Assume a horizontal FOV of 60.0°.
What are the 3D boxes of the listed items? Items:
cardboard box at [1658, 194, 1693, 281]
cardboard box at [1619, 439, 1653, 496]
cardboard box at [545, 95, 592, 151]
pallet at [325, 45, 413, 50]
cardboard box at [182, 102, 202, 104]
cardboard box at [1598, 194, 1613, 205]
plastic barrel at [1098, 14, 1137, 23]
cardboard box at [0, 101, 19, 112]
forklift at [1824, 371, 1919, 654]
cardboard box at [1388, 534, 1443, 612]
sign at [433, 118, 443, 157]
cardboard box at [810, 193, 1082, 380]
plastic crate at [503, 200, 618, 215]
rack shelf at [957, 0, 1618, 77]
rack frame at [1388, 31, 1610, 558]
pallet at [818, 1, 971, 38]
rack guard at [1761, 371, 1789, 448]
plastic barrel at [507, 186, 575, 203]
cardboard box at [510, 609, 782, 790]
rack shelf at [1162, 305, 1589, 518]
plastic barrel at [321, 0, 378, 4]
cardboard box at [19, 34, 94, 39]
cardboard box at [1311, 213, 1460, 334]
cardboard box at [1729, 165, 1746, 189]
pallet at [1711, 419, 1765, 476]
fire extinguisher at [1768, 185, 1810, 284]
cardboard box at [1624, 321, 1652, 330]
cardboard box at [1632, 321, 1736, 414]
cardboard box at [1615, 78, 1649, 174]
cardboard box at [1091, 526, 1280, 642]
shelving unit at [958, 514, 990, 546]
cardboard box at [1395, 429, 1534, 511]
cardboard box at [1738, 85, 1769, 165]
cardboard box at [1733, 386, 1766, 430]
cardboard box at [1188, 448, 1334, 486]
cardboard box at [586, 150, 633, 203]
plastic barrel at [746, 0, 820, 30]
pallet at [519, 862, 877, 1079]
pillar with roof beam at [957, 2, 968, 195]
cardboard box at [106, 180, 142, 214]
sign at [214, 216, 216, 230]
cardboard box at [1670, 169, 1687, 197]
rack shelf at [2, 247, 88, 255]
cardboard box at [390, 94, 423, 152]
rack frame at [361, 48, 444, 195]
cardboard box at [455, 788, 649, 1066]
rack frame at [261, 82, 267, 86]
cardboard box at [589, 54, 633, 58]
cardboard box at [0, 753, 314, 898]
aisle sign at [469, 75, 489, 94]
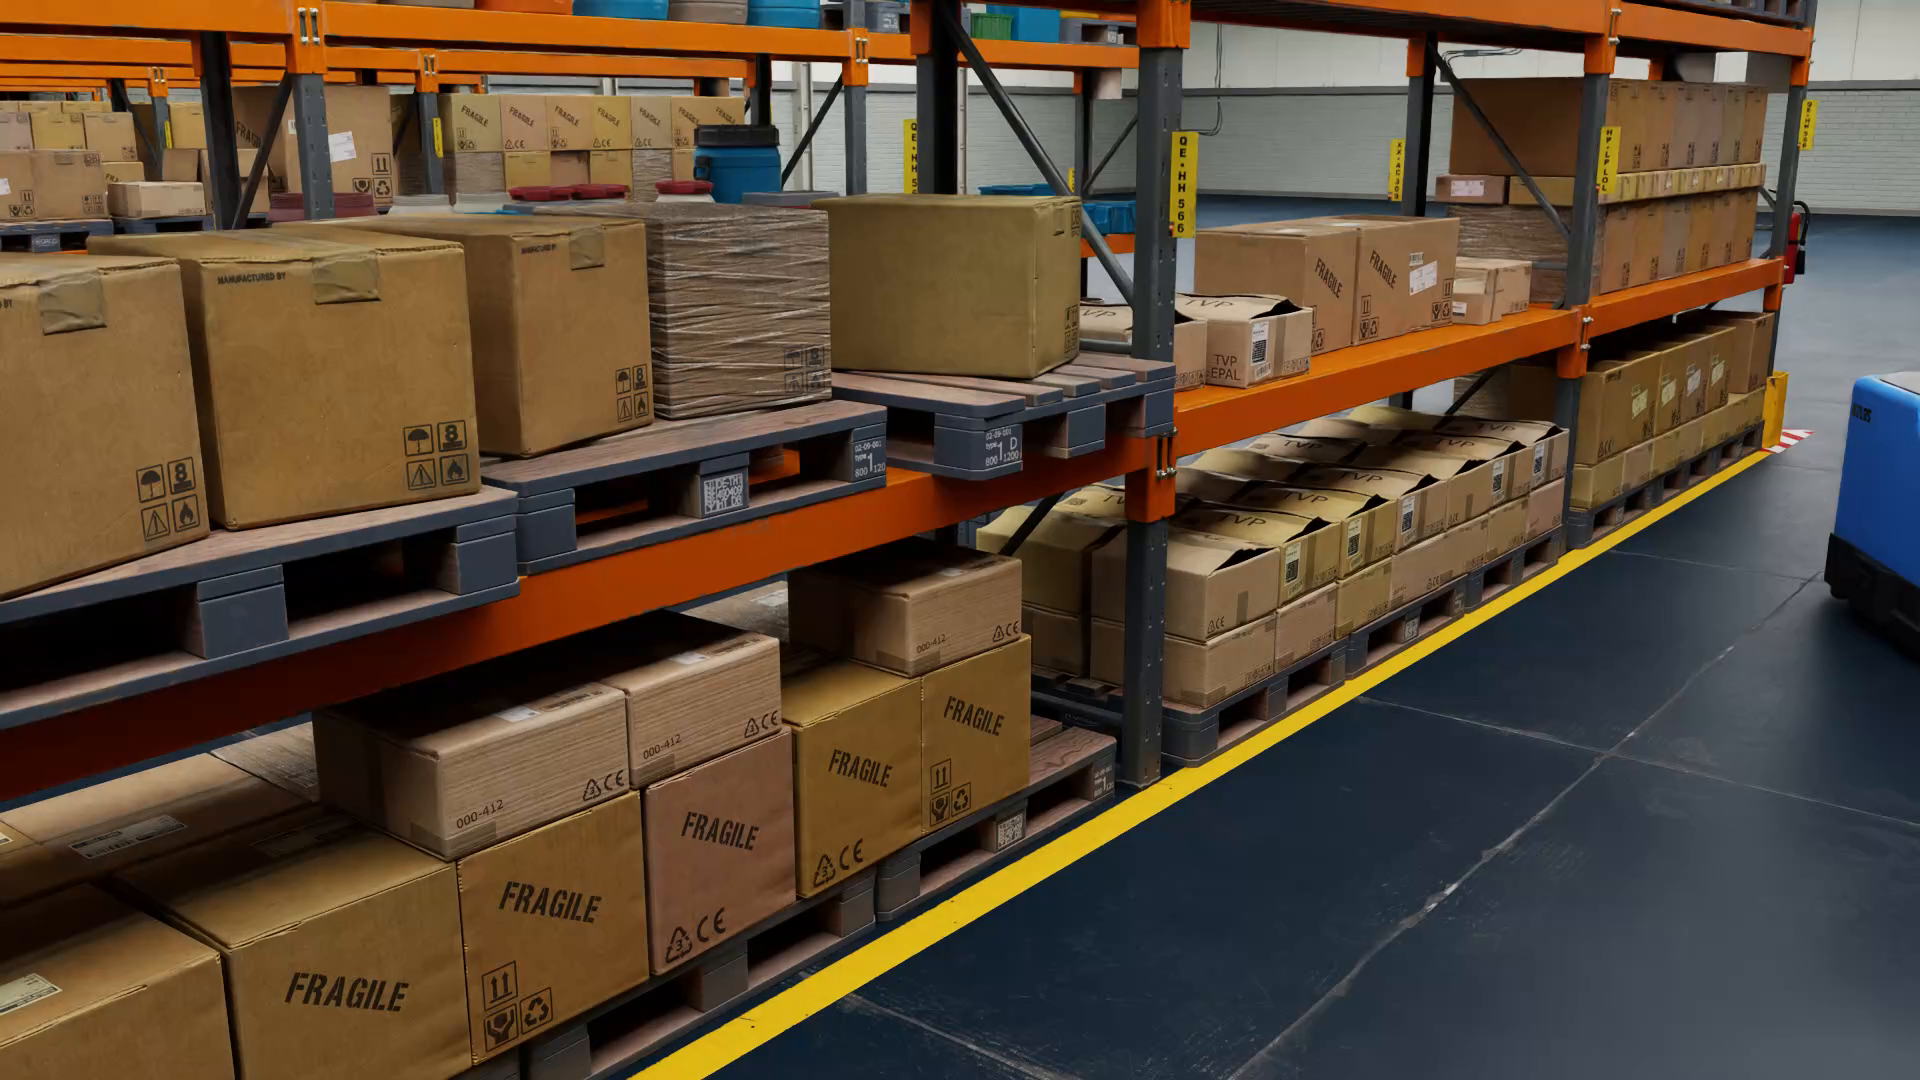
[{"bbox_3d":[4.028,-1.874,10.206,0.700,0.500,0.500,12,19,39],"label":"cardboard box"},{"bbox_3d":[3.633,-0.452,9.541,0.500,0.250,0.500,11,18,38],"label":"cardboard box"},{"bbox_3d":[-3.807,-3.894,15.520,0.500,0.500,0.500,11,18,38],"label":"cardboard box"},{"bbox_3d":[-5.386,-4.239,14.007,1.213,0.211,1.003,11,18,38],"label":"pallet"},{"bbox_3d":[-10.584,-5.727,22.738,0.700,0.500,0.500,11,18,38],"label":"cardboard box"},{"bbox_3d":[3.265,-1.877,8.898,0.380,0.149,0.250,12,18,38],"label":"cardboard box"},{"bbox_3d":[1.245,-4.730,13.834,0.600,0.830,0.708,11,18,38],"label":"plastic barrel"},{"bbox_3d":[-12.178,-5.239,20.818,0.700,0.500,0.500,11,18,37],"label":"cardboard box"},{"bbox_3d":[4.524,-0.789,6.276,1.130,2.935,3.031,2,14,7],"label":"forklift"},{"bbox_3d":[1.791,0.101,7.365,0.500,0.250,0.500,12,18,39],"label":"cardboard box"},{"bbox_3d":[-4.481,-3.454,14.275,0.100,0.325,0.005,11,18,38],"label":"sign"},{"bbox_3d":[-0.034,-0.792,5.093,0.700,0.500,0.500,5,15,19],"label":"cardboard box"},{"bbox_3d":[-2.323,-1.739,9.745,0.402,0.464,0.583,11,18,38],"label":"plastic crate"},{"bbox_3d":[1.531,-2.166,6.927,1.077,0.370,4.000,11,18,38],"label":"rack shelf"},{"bbox_3d":[2.788,-1.444,8.716,1.000,3.000,0.127,11,18,38],"label":"rack frame"},{"bbox_3d":[-0.685,-3.727,11.993,1.213,0.211,1.003,11,18,38],"label":"pallet"},{"bbox_3d":[5.317,-1.003,12.057,1.175,0.500,0.348,11,18,38],"label":"rack guard"},{"bbox_3d":[-2.568,-1.905,10.252,0.433,0.535,0.433,0,14,0],"label":"plastic barrel"},{"bbox_3d":[-0.803,0.380,4.195,0.500,0.250,0.500,11,18,36],"label":"cardboard box"},{"bbox_3d":[1.531,-0.713,7.297,1.077,0.370,4.000,11,18,38],"label":"rack shelf"},{"bbox_3d":[-3.143,-2.966,8.385,0.421,0.512,0.421,0,14,0],"label":"plastic barrel"},{"bbox_3d":[-6.613,-3.742,11.973,0.500,0.250,0.500,12,18,39],"label":"cardboard box"},{"bbox_3d":[1.961,-1.247,7.737,0.500,0.500,0.500,13,19,41],"label":"cardboard box"},{"bbox_3d":[4.886,-2.371,10.844,0.380,0.149,0.250,11,18,37],"label":"cardboard box"},{"bbox_3d":[4.854,-0.706,11.473,1.003,0.211,1.213,11,18,38],"label":"pallet"},{"bbox_3d":[5.737,-2.124,11.547,0.296,0.674,0.183,11,18,38],"label":"fire extinguisher"},{"bbox_3d":[4.175,-1.183,10.894,0.500,0.500,0.500,11,18,38],"label":"cardboard box"},{"bbox_3d":[4.579,-1.102,10.577,0.500,0.500,0.500,11,18,38],"label":"cardboard box"},{"bbox_3d":[3.378,-2.304,9.264,0.700,0.500,0.500,11,18,37],"label":"cardboard box"},{"bbox_3d":[0.831,0.124,6.134,0.500,0.311,0.500,12,19,39],"label":"cardboard box"},{"bbox_3d":[0.009,-0.584,8.986,0.258,1.200,0.189,11,18,38],"label":"shelving unit"},{"bbox_3d":[2.434,-0.364,8.058,0.500,0.311,0.500,12,18,39],"label":"cardboard box"},{"bbox_3d":[4.965,-2.790,11.175,0.700,0.500,0.500,11,18,38],"label":"cardboard box"},{"bbox_3d":[5.195,-0.933,11.434,0.500,0.250,0.500,11,18,38],"label":"cardboard box"},{"bbox_3d":[1.369,-0.252,7.614,0.500,0.311,0.500,12,18,39],"label":"cardboard box"},{"bbox_3d":[-3.660,-3.538,16.151,0.875,0.500,0.500,11,18,38],"label":"cardboard box"},{"bbox_3d":[-1.213,-3.777,10.789,0.600,0.901,0.708,11,18,38],"label":"plastic barrel"},{"bbox_3d":[-0.992,1.043,4.588,1.003,0.211,1.213,11,18,38],"label":"pallet"},{"bbox_3d":[3.322,-12.889,41.582,9.100,9.000,0.400,11,18,38],"label":"pillar with roof beam"},{"bbox_3d":[-6.591,-2.711,13.124,0.396,0.266,0.258,11,18,36],"label":"cardboard box"},{"bbox_3d":[-4.009,-1.608,9.030,0.100,0.325,0.005,11,18,38],"label":"sign"},{"bbox_3d":[4.078,-2.126,9.878,0.380,0.149,0.250,11,18,37],"label":"cardboard box"},{"bbox_3d":[-6.172,-2.246,13.334,1.077,0.370,4.000,11,18,38],"label":"rack shelf"},{"bbox_3d":[-4.846,-3.784,15.088,0.500,0.500,0.500,11,18,38],"label":"cardboard box"},{"bbox_3d":[-4.915,-2.978,14.753,1.000,3.000,0.127,11,18,38],"label":"rack frame"},{"bbox_3d":[-1.100,0.833,3.936,0.500,0.500,0.500,12,18,38],"label":"cardboard box"},{"bbox_3d":[-10.109,-5.278,23.805,1.000,3.000,0.127,11,18,38],"label":"rack frame"},{"bbox_3d":[-3.459,-4.703,15.758,0.500,0.250,0.500,11,18,37],"label":"cardboard box"},{"bbox_3d":[-1.836,0.854,3.853,0.500,0.500,0.500,11,18,38],"label":"cardboard box"},{"bbox_3d":[-5.917,-5.758,20.417,0.394,0.787,0.004,11,18,38],"label":"aisle sign"}]
